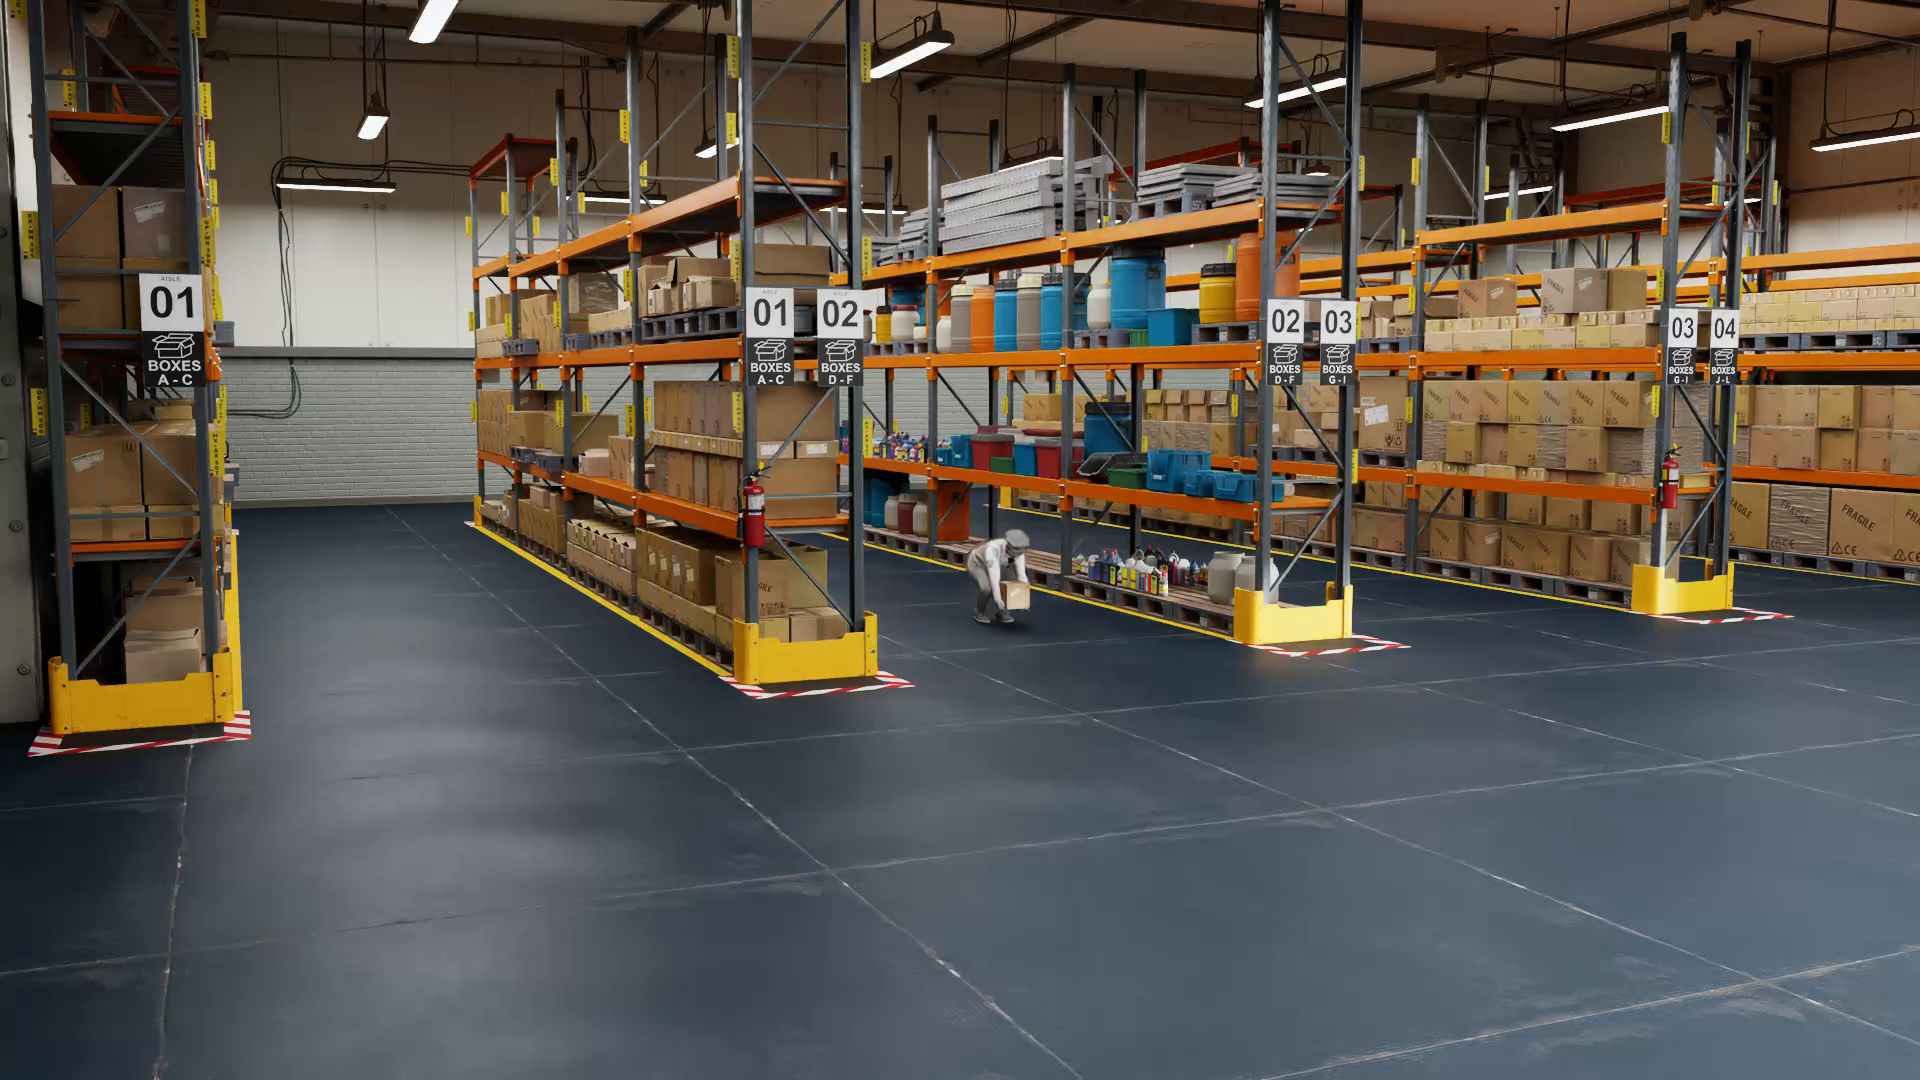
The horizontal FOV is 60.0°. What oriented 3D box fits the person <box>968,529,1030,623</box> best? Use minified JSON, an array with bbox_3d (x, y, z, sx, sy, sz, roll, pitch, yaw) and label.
[{"bbox_3d":[0.400,0.360,16.858,0.457,0.983,0.882,-3,6,-25],"label":"person"}]
